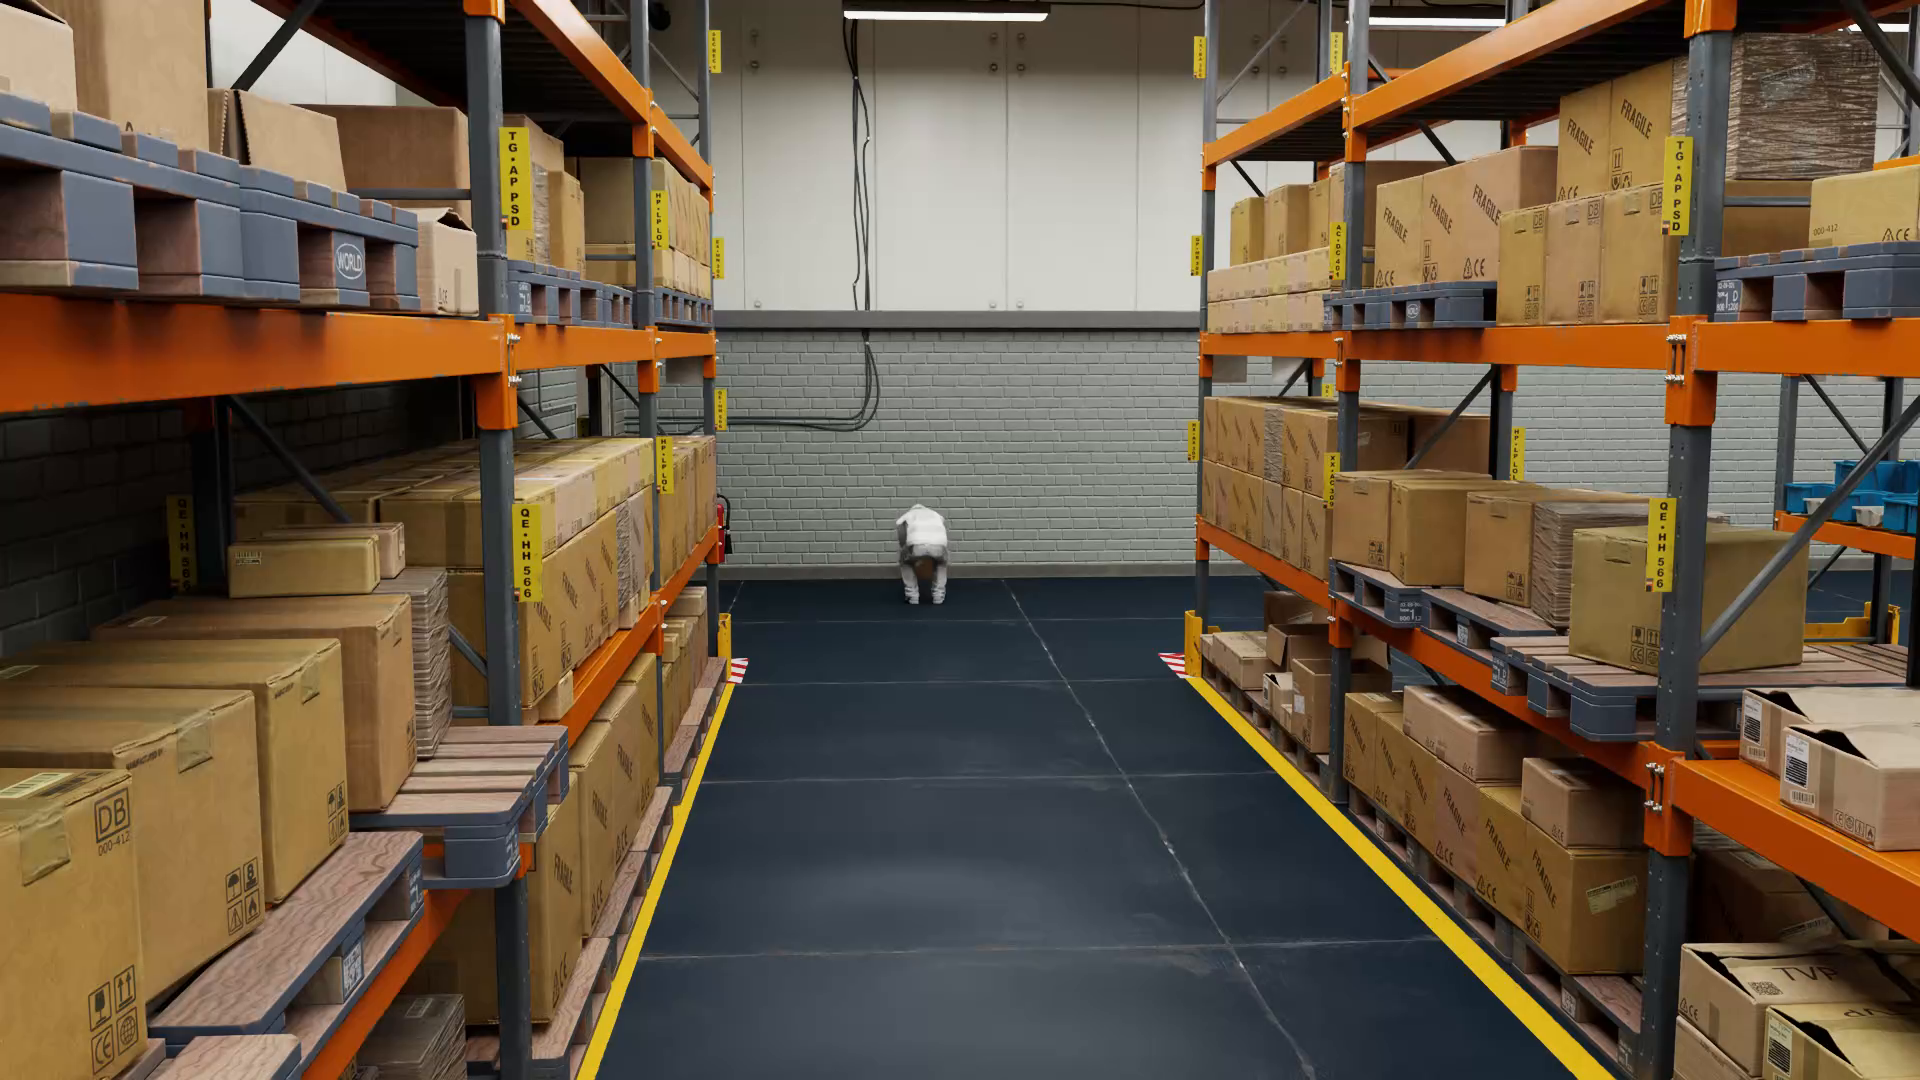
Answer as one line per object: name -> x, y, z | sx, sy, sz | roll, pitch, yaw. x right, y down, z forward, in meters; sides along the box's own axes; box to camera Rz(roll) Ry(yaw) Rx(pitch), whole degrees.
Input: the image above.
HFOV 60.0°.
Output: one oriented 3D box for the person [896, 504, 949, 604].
person -> -0.402, 0.151, 17.734 | 0.550, 0.995, 0.965 | -1, 7, -6
